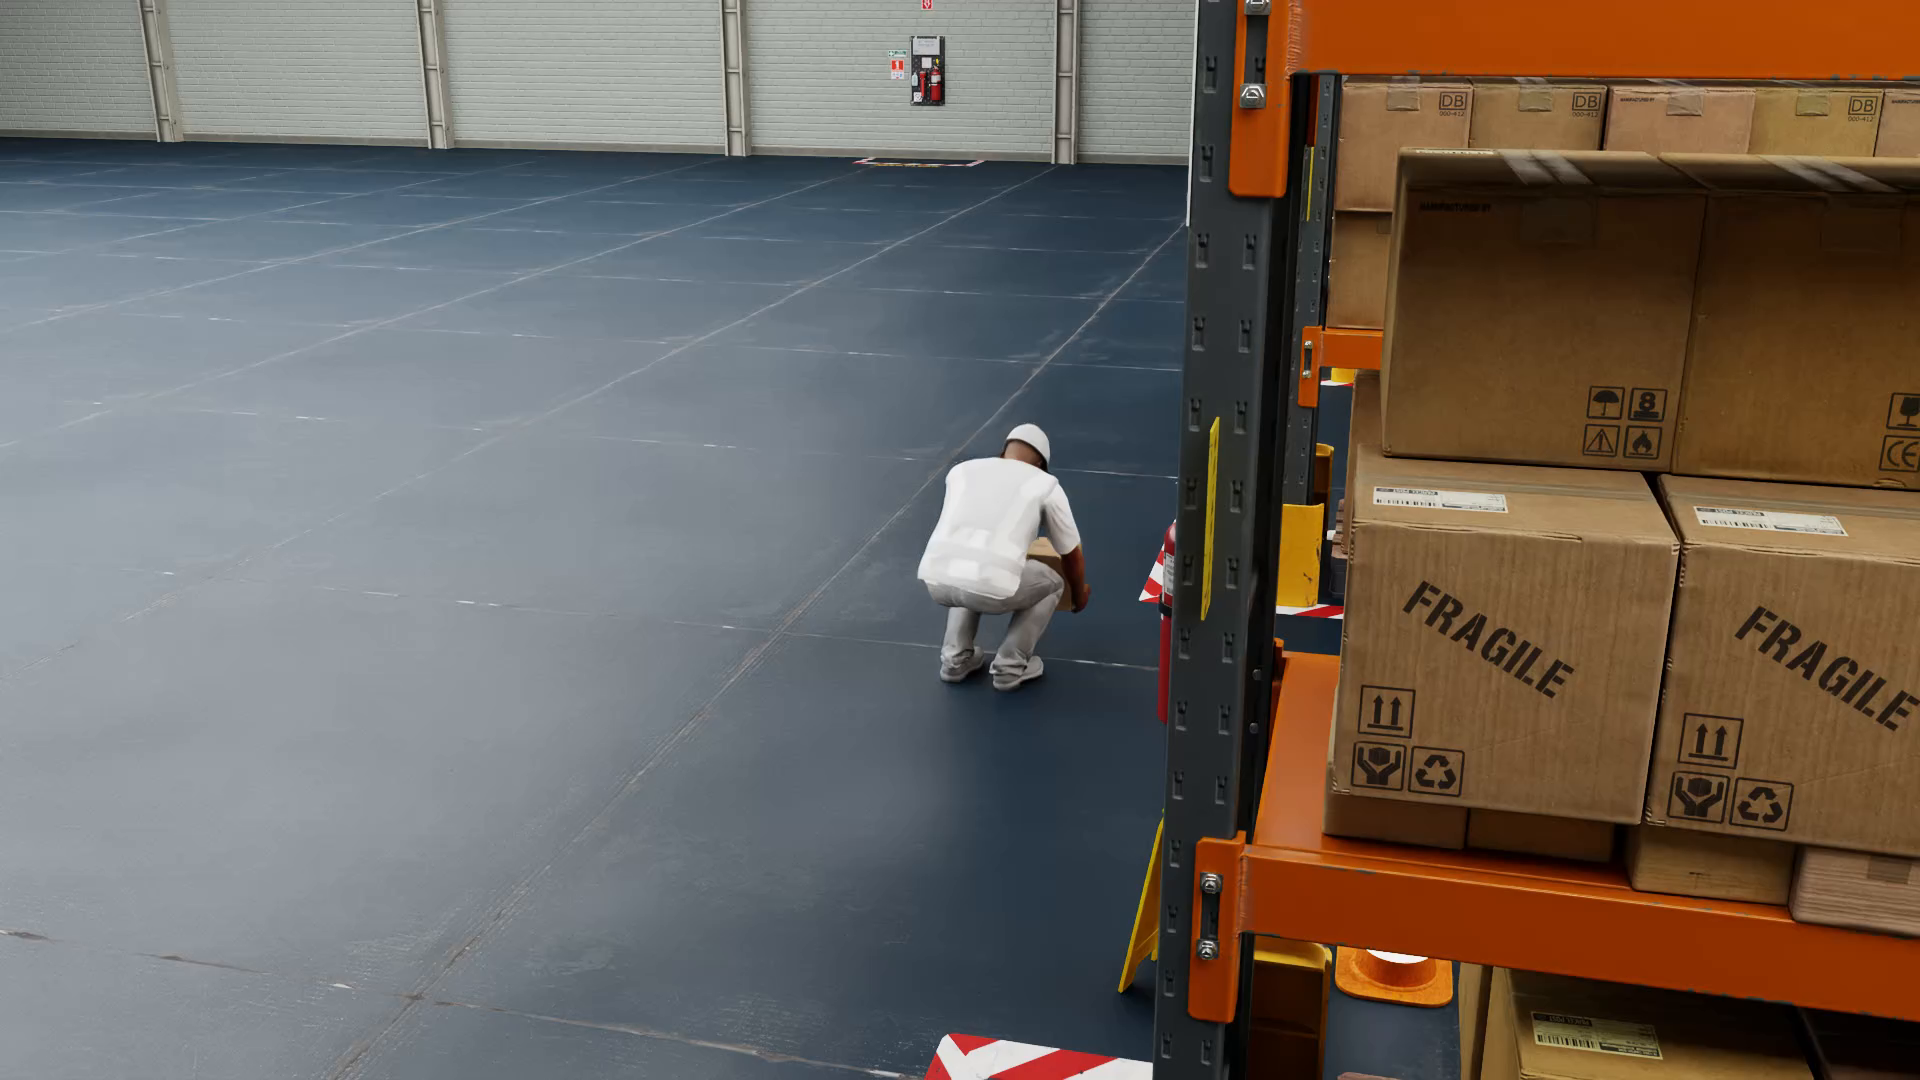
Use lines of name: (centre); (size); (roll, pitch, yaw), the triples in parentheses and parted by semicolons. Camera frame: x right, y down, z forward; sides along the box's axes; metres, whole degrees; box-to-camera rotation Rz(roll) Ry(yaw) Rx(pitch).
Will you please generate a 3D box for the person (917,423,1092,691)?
person: (0.163, 0.063, 7.042); (0.578, 1.015, 0.926); (11, 21, 31)
